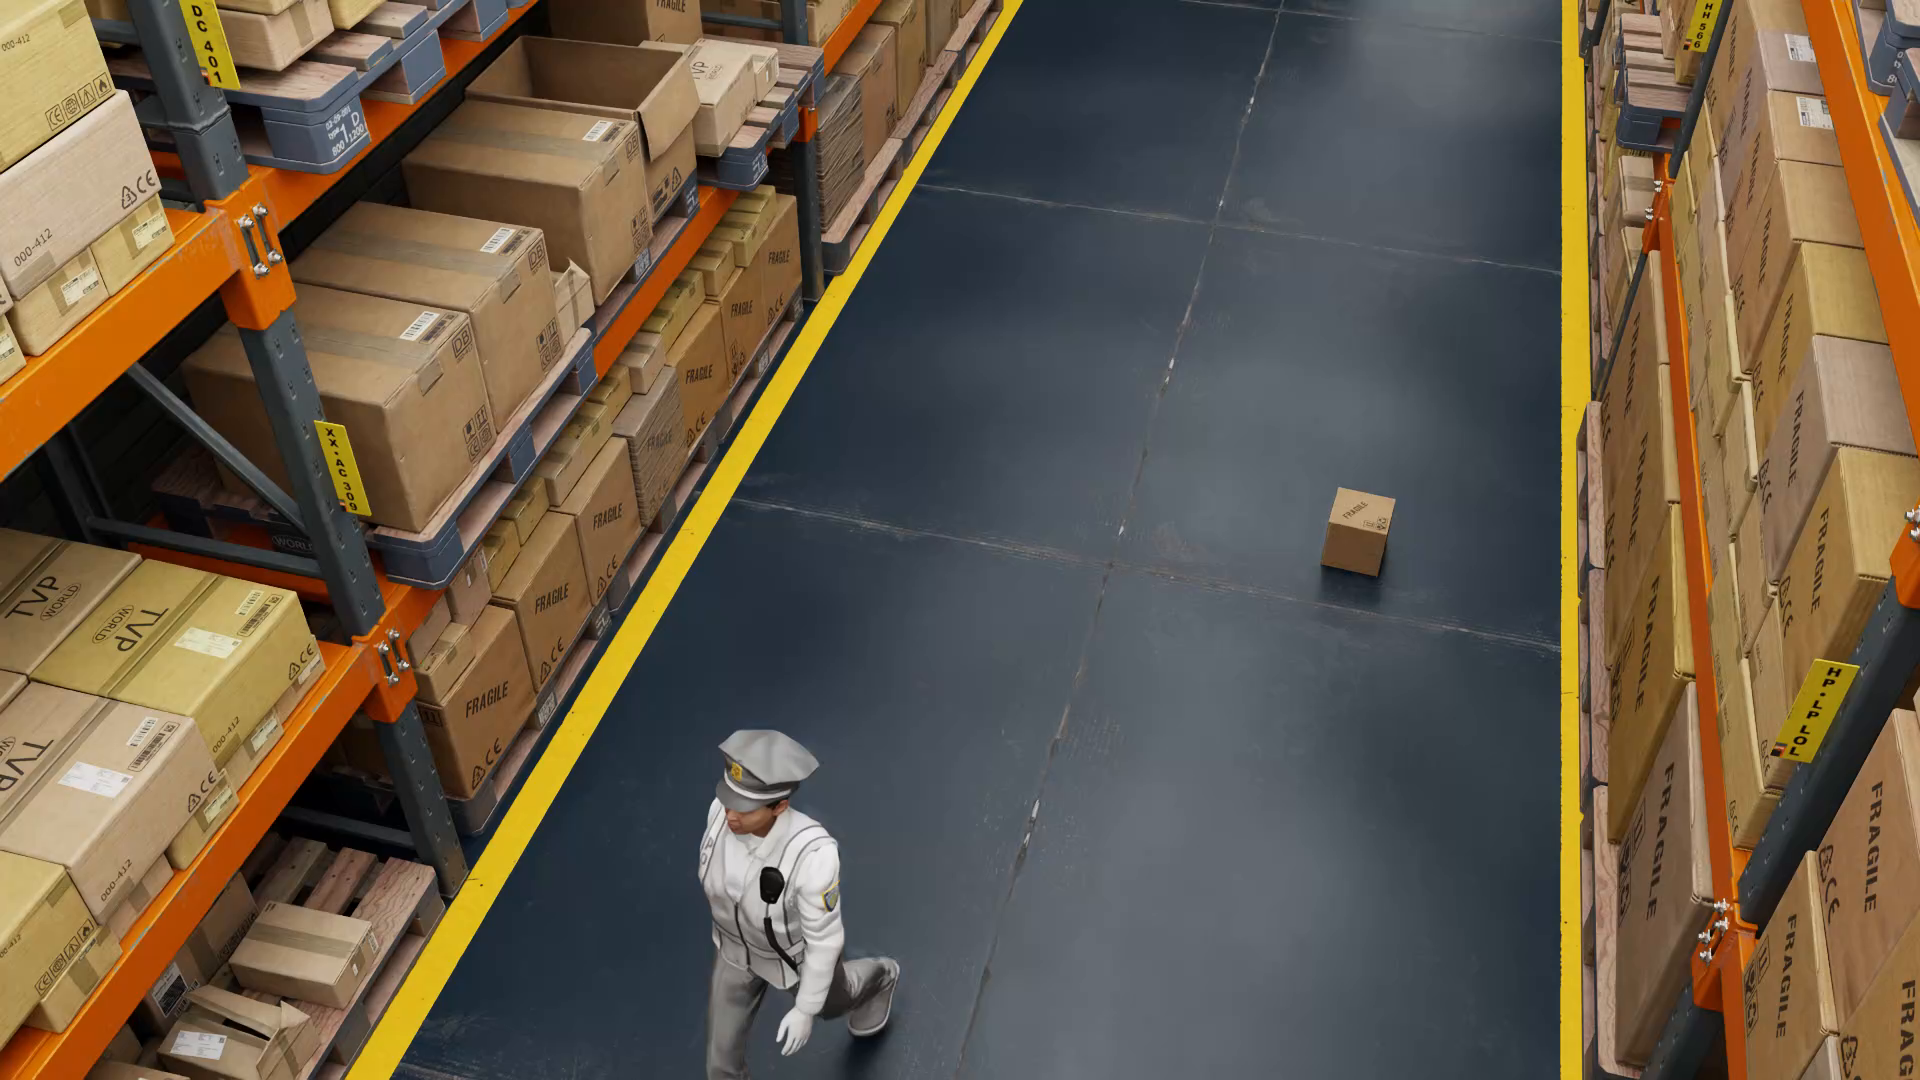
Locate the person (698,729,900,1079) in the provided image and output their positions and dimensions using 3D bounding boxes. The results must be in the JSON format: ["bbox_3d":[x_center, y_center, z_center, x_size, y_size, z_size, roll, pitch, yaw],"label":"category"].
[{"bbox_3d":[-0.519,1.168,4.803,0.481,1.633,1.009,19,45,20],"label":"person"}]
